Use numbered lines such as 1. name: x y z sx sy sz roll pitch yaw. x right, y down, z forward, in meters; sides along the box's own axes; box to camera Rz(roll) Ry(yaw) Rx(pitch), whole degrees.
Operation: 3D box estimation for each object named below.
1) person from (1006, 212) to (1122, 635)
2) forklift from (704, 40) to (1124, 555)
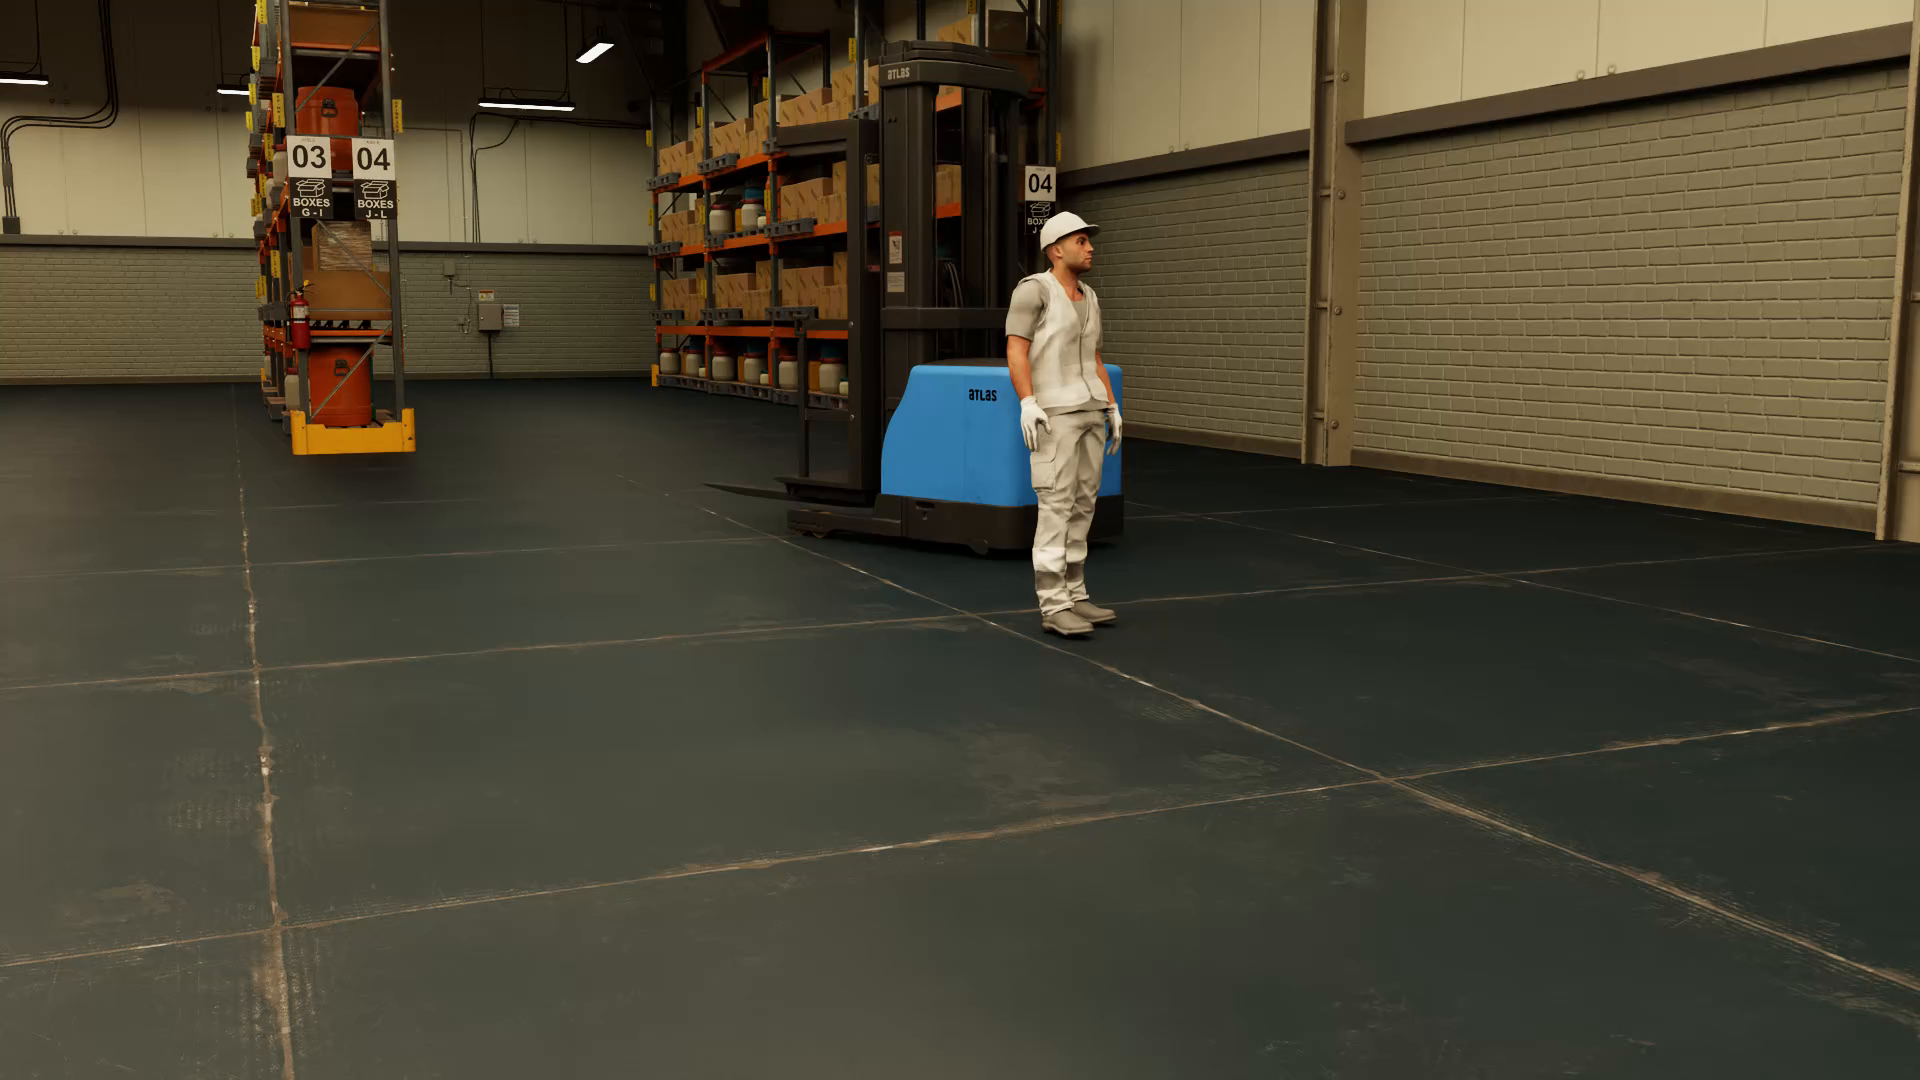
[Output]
1. person: 0.519 -0.522 7.208 0.564 1.788 0.637 7 10 43
2. forklift: -0.436 -1.509 10.383 3.031 2.935 1.130 7 10 44
